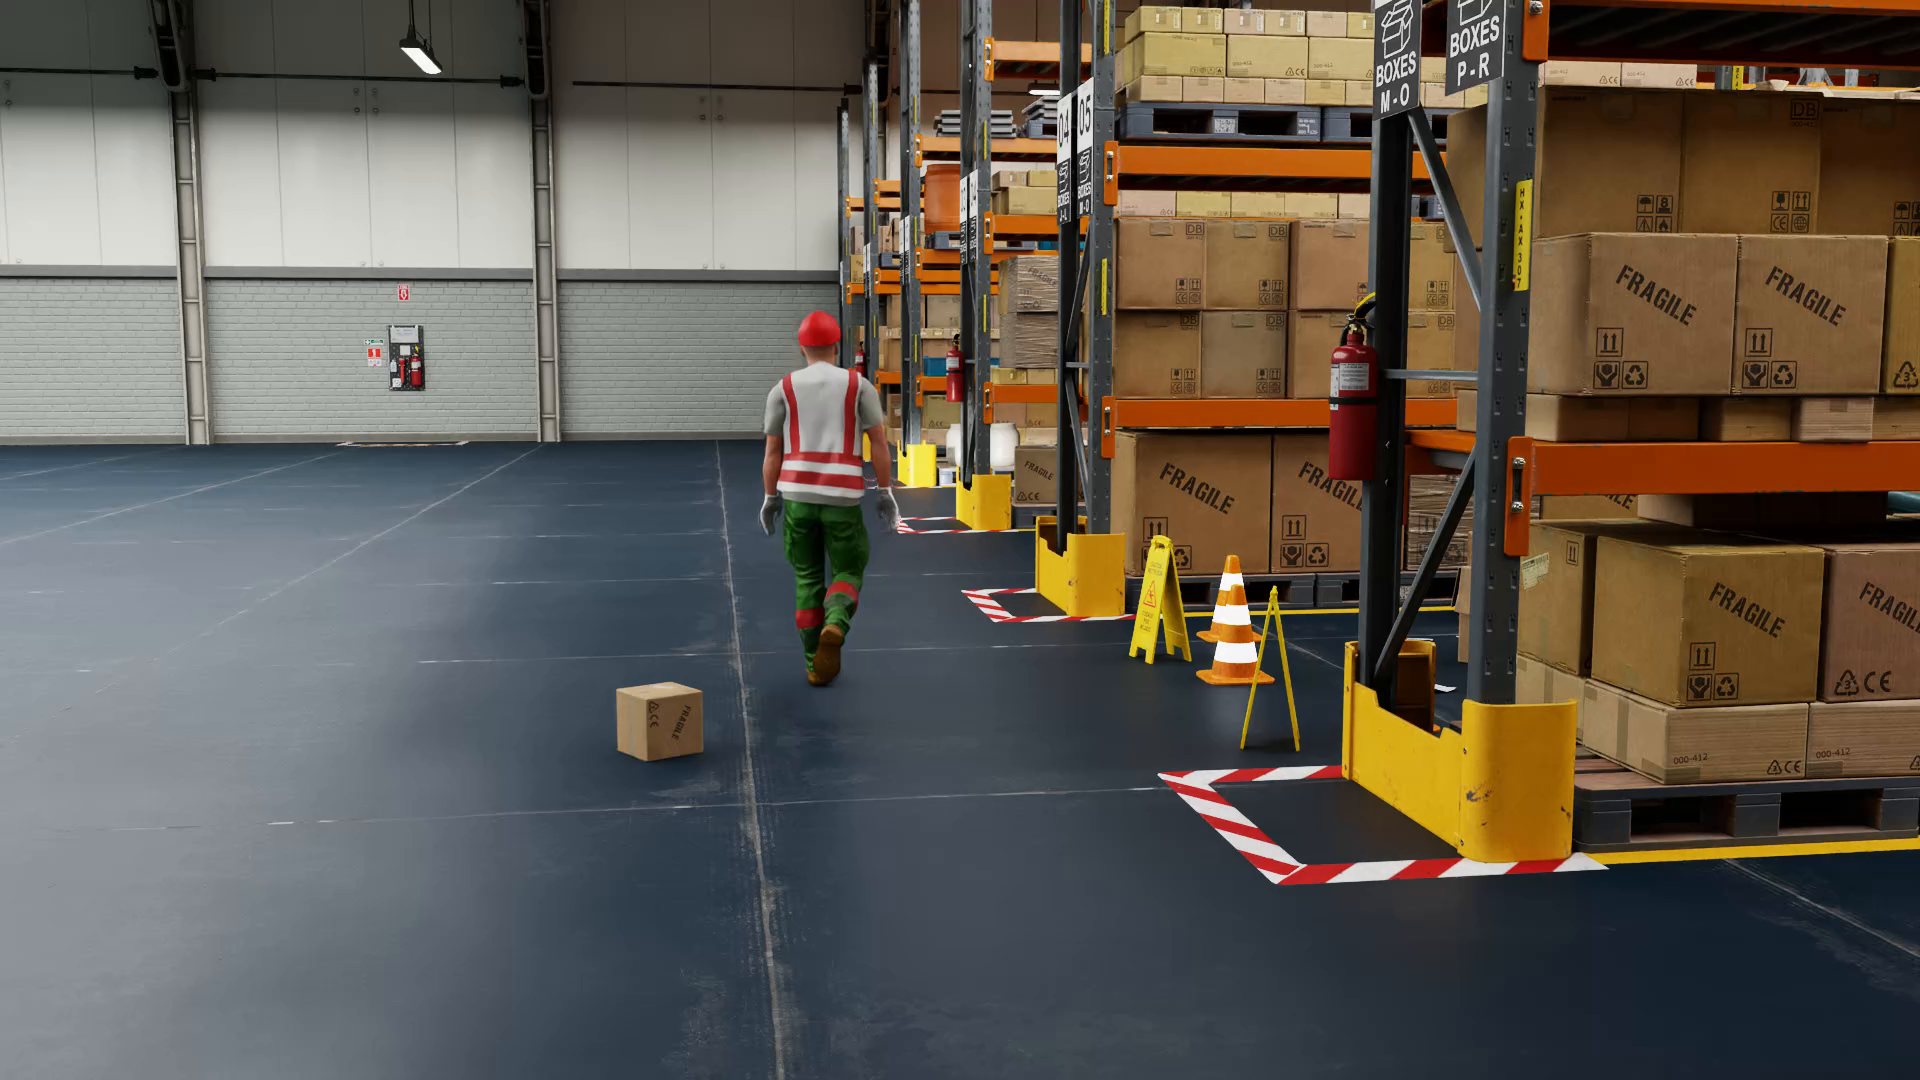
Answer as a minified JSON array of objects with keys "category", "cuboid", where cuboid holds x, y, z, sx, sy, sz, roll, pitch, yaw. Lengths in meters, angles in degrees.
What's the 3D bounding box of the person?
[{"category":"person","cuboid":[-0.617,-0.183,7.770,0.659,1.769,0.705,0,6,-2]}]
